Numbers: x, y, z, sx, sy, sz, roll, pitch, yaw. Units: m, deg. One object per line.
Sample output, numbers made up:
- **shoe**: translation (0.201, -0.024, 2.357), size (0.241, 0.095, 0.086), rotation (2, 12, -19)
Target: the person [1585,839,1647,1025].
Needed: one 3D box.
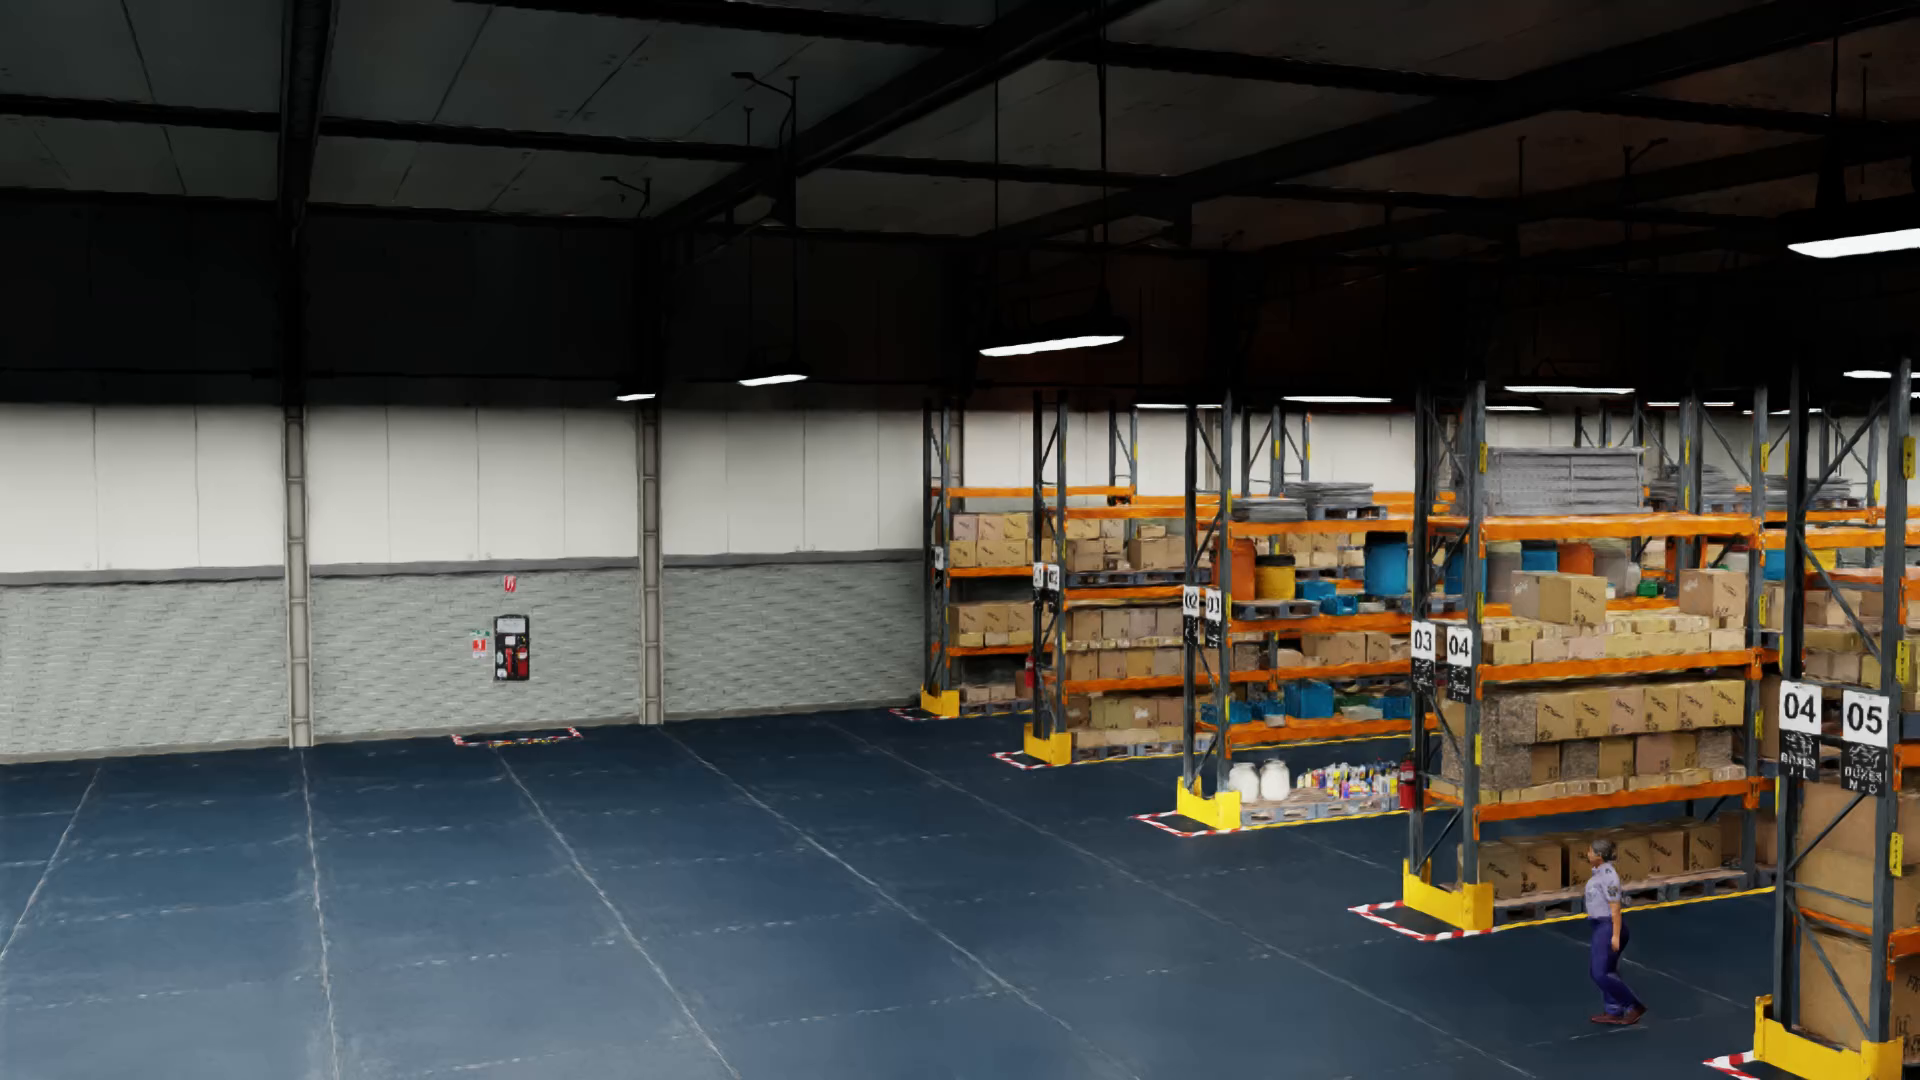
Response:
- **person**: translation (5.791, 3.482, 14.722), size (0.489, 1.642, 0.557), rotation (1, 3, 16)
